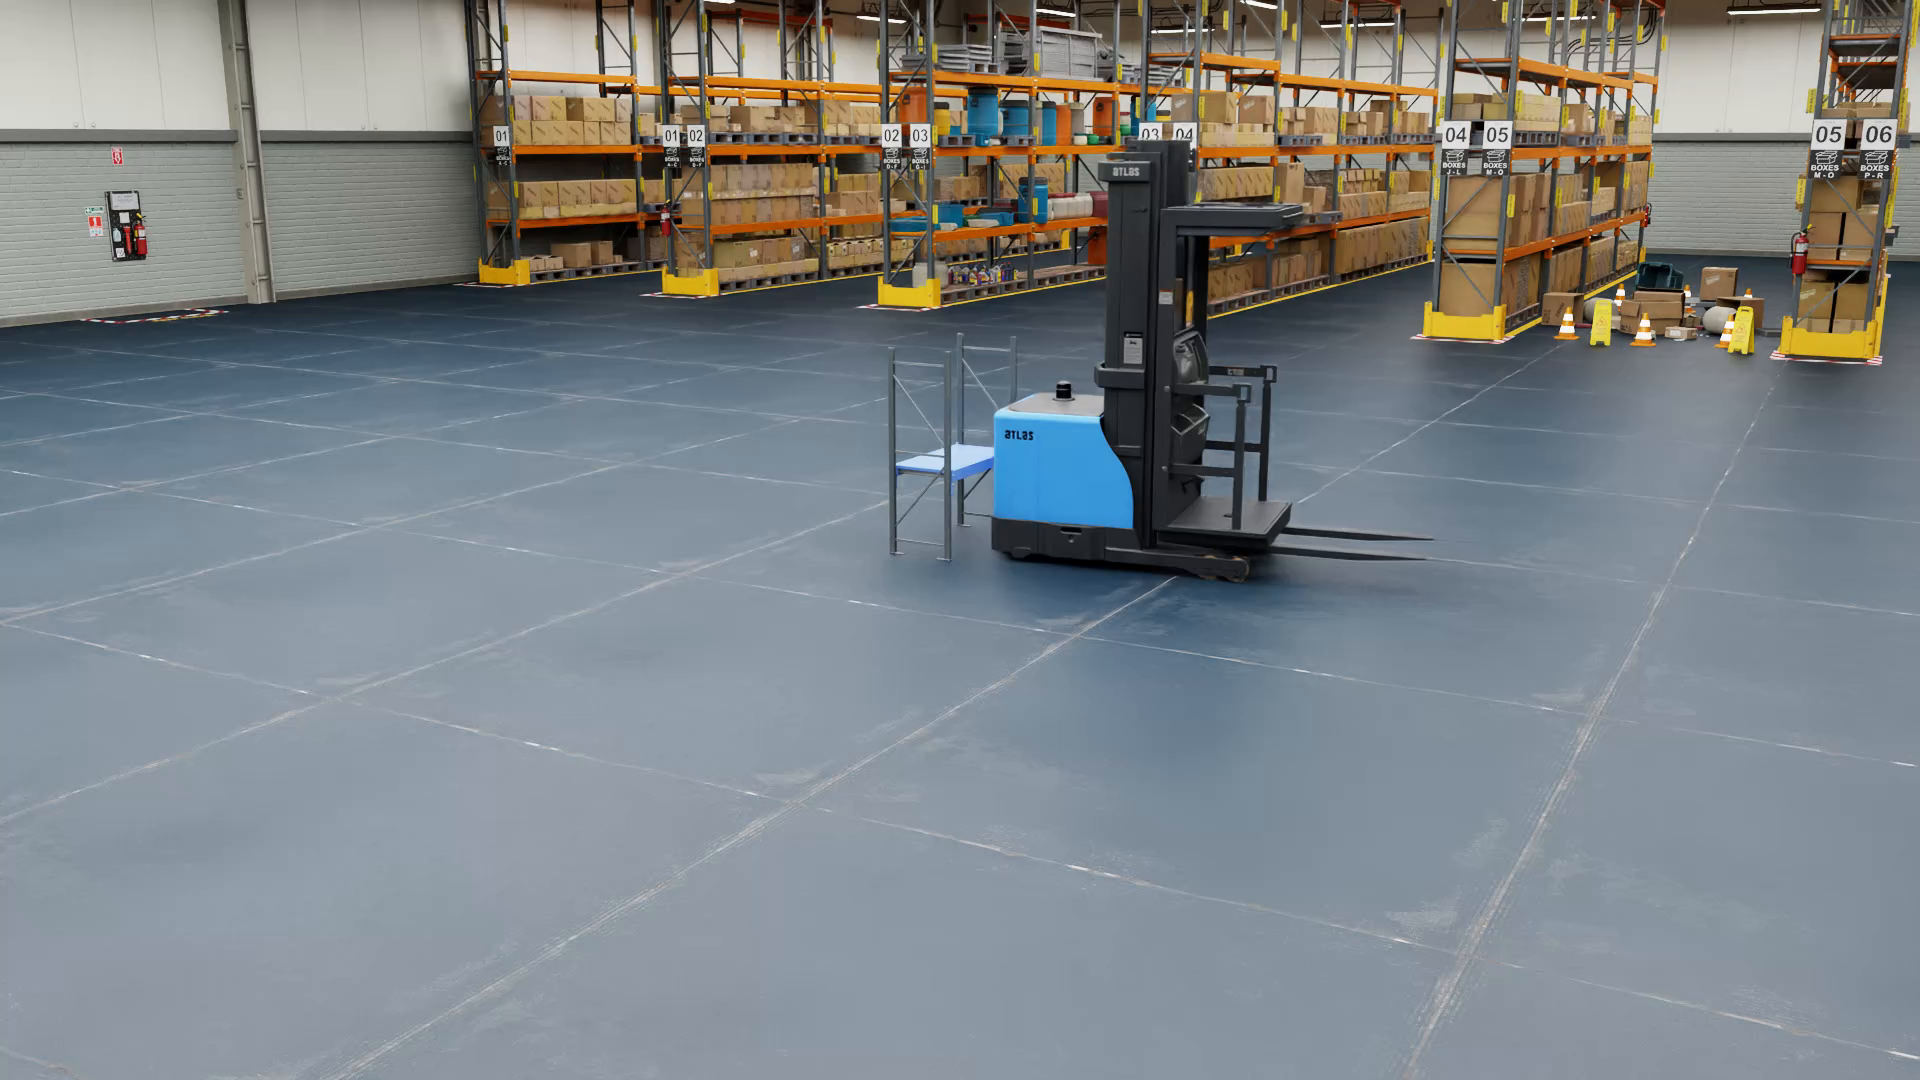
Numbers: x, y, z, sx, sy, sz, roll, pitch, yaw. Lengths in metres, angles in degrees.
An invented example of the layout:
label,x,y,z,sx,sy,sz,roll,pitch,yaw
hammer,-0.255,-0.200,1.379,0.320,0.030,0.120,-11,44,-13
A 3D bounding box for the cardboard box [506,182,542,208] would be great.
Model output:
label,x,y,z,sx,sy,sz,roll,pitch,yaw
cardboard box,-9.099,-7.205,34.696,0.500,0.500,0.500,7,15,28

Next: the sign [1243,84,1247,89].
label,x,y,z,sx,sy,sz,roll,pitch,yaw
sign,7.303,-11.700,42.554,0.100,0.325,0.005,7,15,28

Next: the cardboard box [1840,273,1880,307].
label,x,y,z,sx,sy,sz,roll,pitch,yaw
cardboard box,13.483,-3.725,24.954,0.500,0.500,0.500,8,16,31

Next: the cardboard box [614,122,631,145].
label,x,y,z,sx,sy,sz,roll,pitch,yaw
cardboard box,-7.689,-9.045,36.994,0.500,0.500,0.500,8,16,30

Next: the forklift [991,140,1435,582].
label,x,y,z,sx,sy,sz,roll,pitch,yaw
forklift,1.798,-1.277,11.576,3.031,2.935,1.130,5,14,20

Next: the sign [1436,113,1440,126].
label,x,y,z,sx,sy,sz,roll,pitch,yaw
sign,11.618,-10.224,40.424,0.100,0.325,0.005,7,15,28

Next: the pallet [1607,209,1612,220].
label,x,y,z,sx,sy,sz,roll,pitch,yaw
pallet,13.012,-6.802,34.756,1.003,0.211,1.213,7,15,28

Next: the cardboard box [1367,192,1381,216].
label,x,y,z,sx,sy,sz,roll,pitch,yaw
cardboard box,8.984,-7.439,36.777,0.500,0.500,0.500,8,16,30

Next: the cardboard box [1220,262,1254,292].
label,x,y,z,sx,sy,sz,roll,pitch,yaw
cardboard box,5.120,-4.888,30.847,0.500,0.500,0.500,7,15,26

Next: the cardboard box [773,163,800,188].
label,x,y,z,sx,sy,sz,roll,pitch,yaw
cardboard box,-3.774,-7.584,34.608,0.700,0.500,0.500,7,15,28

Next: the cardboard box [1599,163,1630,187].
label,x,y,z,sx,sy,sz,roll,pitch,yaw
cardboard box,13.941,-7.780,35.421,0.500,0.500,0.500,8,16,29

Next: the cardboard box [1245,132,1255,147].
label,x,y,z,sx,sy,sz,roll,pitch,yaw
cardboard box,4.854,-7.028,29.204,0.500,0.250,0.500,7,15,28

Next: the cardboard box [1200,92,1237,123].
label,x,y,z,sx,sy,sz,roll,pitch,yaw
cardboard box,4.369,-7.324,28.200,0.500,0.500,0.500,7,15,28

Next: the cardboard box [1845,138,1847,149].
label,x,y,z,sx,sy,sz,roll,pitch,yaw
cardboard box,12.268,-5.580,23.413,0.380,0.149,0.250,8,16,30

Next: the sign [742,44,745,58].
label,x,y,z,sx,sy,sz,roll,pitch,yaw
sign,-5.246,-11.831,40.243,0.100,0.325,0.005,7,15,28

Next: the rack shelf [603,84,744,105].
label,x,y,z,sx,sy,sz,roll,pitch,yaw
rack shelf,-6.693,-10.443,39.038,1.077,0.370,4.000,7,15,28

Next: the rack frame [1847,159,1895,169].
label,x,y,z,sx,sy,sz,roll,pitch,yaw
rack frame,19.825,-7.316,36.479,1.000,3.000,0.127,7,15,28

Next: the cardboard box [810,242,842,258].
label,x,y,z,sx,sy,sz,roll,pitch,yaw
cardboard box,-2.904,-6.296,36.025,0.500,0.311,0.500,7,15,28

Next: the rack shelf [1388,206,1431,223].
label,x,y,z,sx,sy,sz,roll,pitch,yaw
rack shelf,10.183,-7.679,39.519,1.077,0.370,4.000,7,15,28

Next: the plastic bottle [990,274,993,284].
label,x,y,z,sx,sy,sz,roll,pitch,yaw
plastic bottle,0.590,-5.061,32.157,0.097,0.201,0.097,0,14,0

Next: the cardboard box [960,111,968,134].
label,x,y,z,sx,sy,sz,roll,pitch,yaw
cardboard box,-0.065,-10.266,40.993,0.600,0.600,0.600,7,15,27

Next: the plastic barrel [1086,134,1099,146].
label,x,y,z,sx,sy,sz,roll,pitch,yaw
plastic barrel,2.872,-8.685,36.089,0.294,0.245,0.294,0,14,0

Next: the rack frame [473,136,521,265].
label,x,y,z,sx,sy,sz,roll,pitch,yaw
rack frame,-9.593,-6.840,34.504,1.000,3.000,0.127,7,15,28

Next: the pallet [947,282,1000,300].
label,x,y,z,sx,sy,sz,roll,pitch,yaw
pallet,0.063,-4.798,31.985,1.003,0.211,1.213,7,15,28

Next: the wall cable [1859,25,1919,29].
label,x,y,z,sx,sy,sz,roll,pitch,yaw
wall cable,22.985,-11.345,40.393,2.355,3.000,0.029,7,15,28

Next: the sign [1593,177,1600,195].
label,x,y,z,sx,sy,sz,roll,pitch,yaw
sign,12.063,-6.715,31.518,0.100,0.325,0.005,7,15,28

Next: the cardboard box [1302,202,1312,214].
label,x,y,z,sx,sy,sz,roll,pitch,yaw
cardboard box,6.713,-6.563,32.749,0.396,0.266,0.258,7,15,26

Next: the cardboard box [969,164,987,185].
label,x,y,z,sx,sy,sz,roll,pitch,yaw
cardboard box,0.564,-9.409,42.814,0.500,0.500,0.500,7,15,28

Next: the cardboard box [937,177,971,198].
label,x,y,z,sx,sy,sz,roll,pitch,yaw
cardboard box,-0.156,-8.774,41.417,0.700,0.500,0.500,10,17,37

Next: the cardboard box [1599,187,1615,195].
label,x,y,z,sx,sy,sz,roll,pitch,yaw
cardboard box,13.486,-7.302,34.793,0.380,0.149,0.250,8,16,31

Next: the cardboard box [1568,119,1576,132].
label,x,y,z,sx,sy,sz,roll,pitch,yaw
cardboard box,10.732,-7.400,29.603,0.396,0.266,0.258,7,15,28

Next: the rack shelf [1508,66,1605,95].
label,x,y,z,sx,sy,sz,roll,pitch,yaw
rack shelf,10.609,-8.177,29.637,1.077,0.370,4.000,7,15,28

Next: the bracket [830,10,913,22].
label,x,y,z,sx,sy,sz,roll,pitch,yaw
bracket,-2.454,-14.783,46.972,0.076,0.066,4.783,7,15,28

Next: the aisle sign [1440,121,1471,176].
label,x,y,z,sx,sy,sz,roll,pitch,yaw
aisle sign,7.411,-5.857,24.879,0.394,0.787,0.004,7,15,28

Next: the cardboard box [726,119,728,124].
label,x,y,z,sx,sy,sz,roll,pitch,yaw
cardboard box,-4.929,-8.203,32.883,0.500,0.250,0.500,7,15,28

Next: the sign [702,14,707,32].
label,x,y,z,sx,sy,sz,roll,pitch,yaw
sign,-4.772,-9.663,31.082,0.100,0.325,0.005,7,15,28

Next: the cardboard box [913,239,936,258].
label,x,y,z,sx,sy,sz,roll,pitch,yaw
cardboard box,-0.917,-6.980,39.482,0.500,0.500,0.500,8,16,30

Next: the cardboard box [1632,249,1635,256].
label,x,y,z,sx,sy,sz,roll,pitch,yaw
cardboard box,15.188,-6.571,37.943,0.380,0.149,0.250,7,15,26

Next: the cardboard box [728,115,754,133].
label,x,y,z,sx,sy,sz,roll,pitch,yaw
cardboard box,-5.546,-10.306,41.329,0.700,0.500,0.500,6,15,24

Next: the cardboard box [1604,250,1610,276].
label,x,y,z,sx,sy,sz,roll,pitch,yaw
cardboard box,13.123,-5.739,34.375,0.500,0.500,0.500,7,15,27

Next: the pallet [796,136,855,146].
label,x,y,z,sx,sy,sz,roll,pitch,yaw
pallet,-2.906,-8.648,36.011,0.805,0.209,1.217,7,15,26

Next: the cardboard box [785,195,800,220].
label,x,y,z,sx,sy,sz,roll,pitch,yaw
cardboard box,-3.780,-6.948,34.739,0.700,0.500,0.500,7,15,27

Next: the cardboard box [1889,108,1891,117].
label,x,y,z,sx,sy,sz,roll,pitch,yaw
cardboard box,12.723,-5.905,23.060,0.380,0.149,0.250,7,15,28

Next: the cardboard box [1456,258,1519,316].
label,x,y,z,sx,sy,sz,roll,pitch,yaw
cardboard box,8.402,-4.072,26.661,0.875,0.875,0.875,7,15,27

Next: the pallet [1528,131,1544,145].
label,x,y,z,sx,sy,sz,roll,pitch,yaw
pallet,8.646,-6.393,26.441,1.003,0.211,1.213,7,15,28

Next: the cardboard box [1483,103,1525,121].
label,x,y,z,sx,sy,sz,roll,pitch,yaw
cardboard box,8.166,-6.426,24.964,0.500,0.250,0.500,7,15,28

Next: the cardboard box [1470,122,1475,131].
label,x,y,z,sx,sy,sz,roll,pitch,yaw
cardboard box,7.572,-6.269,25.163,0.380,0.149,0.250,7,15,28

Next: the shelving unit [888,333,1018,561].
label,x,y,z,sx,sy,sz,roll,pitch,yaw
shelving unit,-0.041,-0.712,12.285,0.538,1.500,1.048,7,15,28

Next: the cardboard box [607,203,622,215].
label,x,y,z,sx,sy,sz,roll,pitch,yaw
cardboard box,-7.871,-7.364,36.958,0.500,0.250,0.500,7,15,28

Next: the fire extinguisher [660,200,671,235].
label,x,y,z,sx,sy,sz,roll,pitch,yaw
fire extinguisher,-5.719,-6.270,32.306,0.296,0.674,0.183,7,15,28

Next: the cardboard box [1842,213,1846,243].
label,x,y,z,sx,sy,sz,roll,pitch,yaw
cardboard box,12.864,-4.675,24.678,0.500,0.500,0.500,8,15,29

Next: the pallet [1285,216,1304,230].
label,x,y,z,sx,sy,sz,roll,pitch,yaw
pallet,5.845,-6.024,31.529,1.003,0.211,1.213,7,15,28

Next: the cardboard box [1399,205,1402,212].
label,x,y,z,sx,sy,sz,roll,pitch,yaw
cardboard box,10.030,-7.681,38.530,0.380,0.149,0.250,7,15,27

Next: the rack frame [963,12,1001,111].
label,x,y,z,sx,sy,sz,roll,pitch,yaw
rack frame,0.546,-11.658,41.688,1.000,3.000,0.127,7,15,28

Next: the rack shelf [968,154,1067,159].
label,x,y,z,sx,sy,sz,roll,pitch,yaw
rack shelf,1.513,-10.260,43.826,1.077,0.370,4.000,7,15,28
